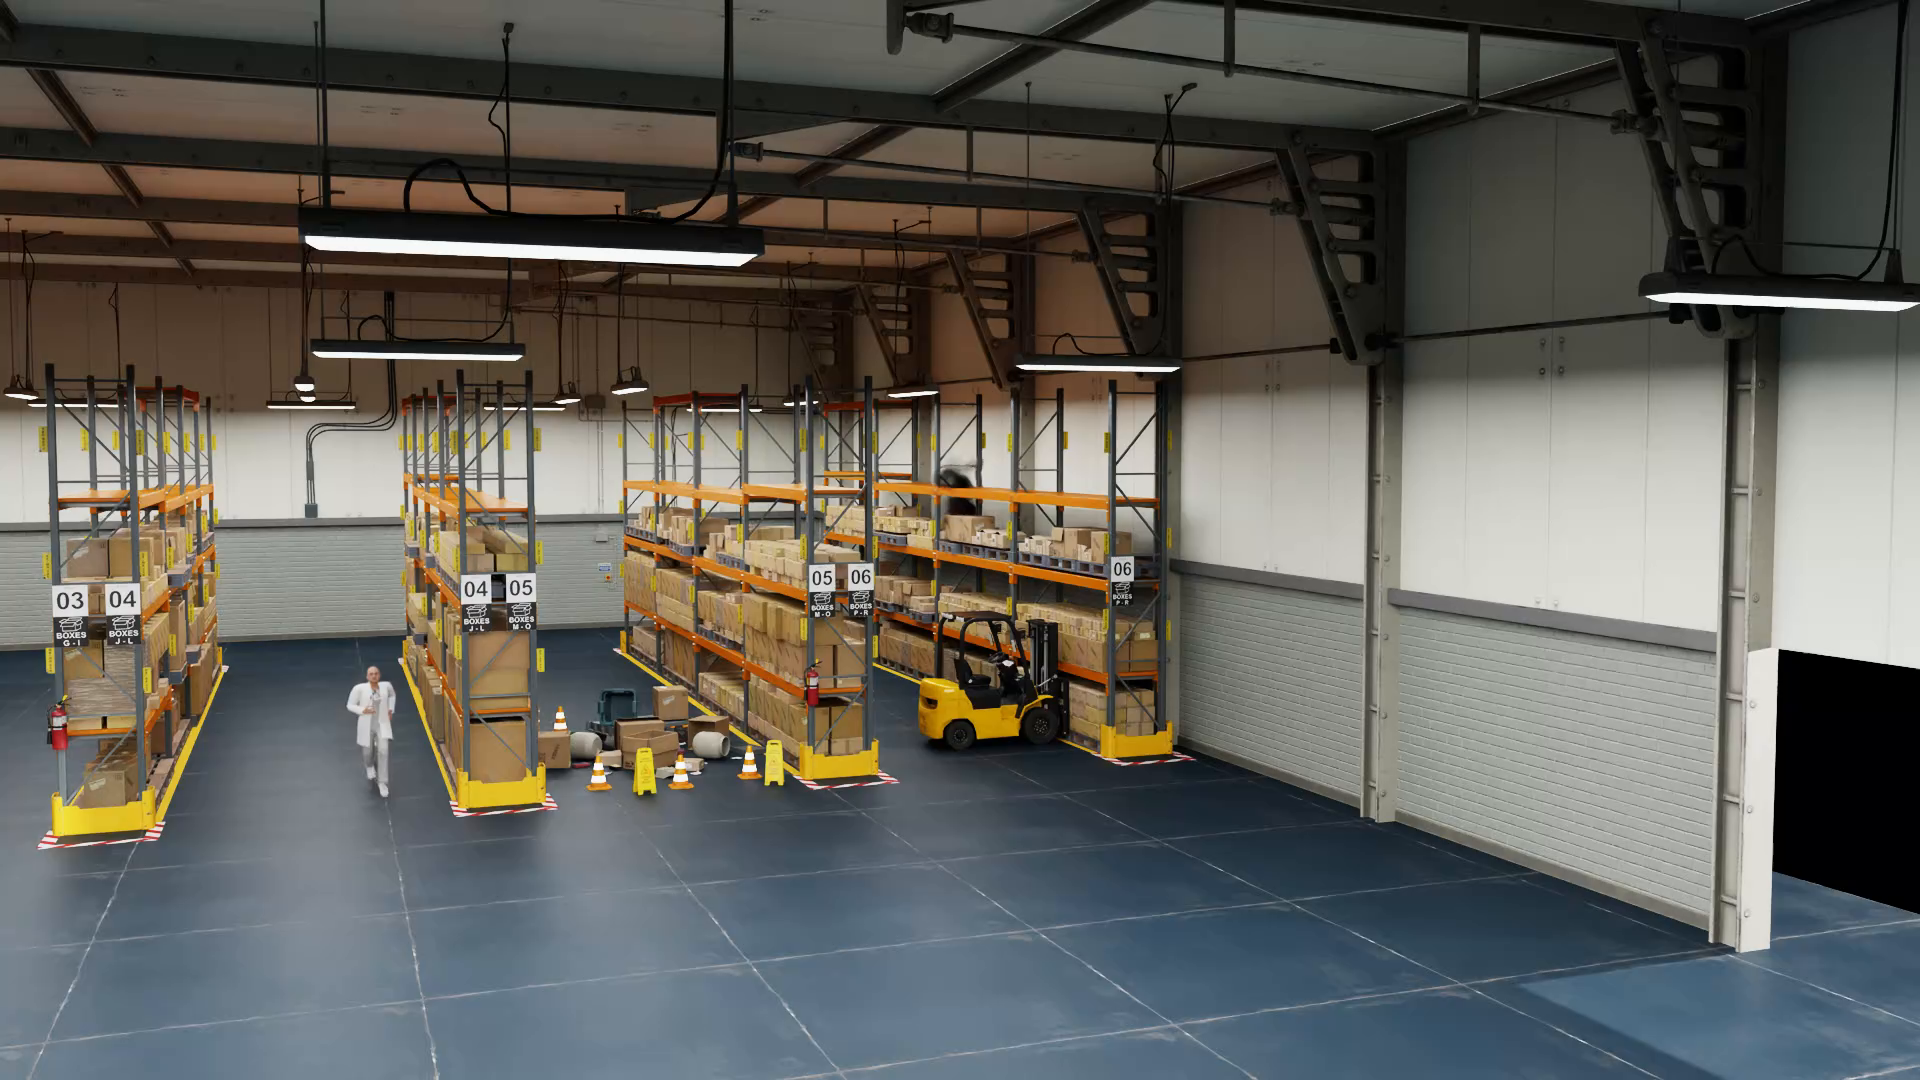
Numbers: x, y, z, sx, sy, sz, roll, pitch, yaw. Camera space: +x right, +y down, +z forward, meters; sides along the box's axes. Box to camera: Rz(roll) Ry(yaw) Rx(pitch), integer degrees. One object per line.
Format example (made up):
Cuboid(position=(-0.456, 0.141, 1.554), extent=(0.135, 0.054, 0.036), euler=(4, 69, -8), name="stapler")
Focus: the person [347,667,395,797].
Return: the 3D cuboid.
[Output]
Cuboid(position=(-8.481, 2.723, 23.981), extent=(0.668, 1.819, 1.159), euler=(-1, 4, -21), name="person")
